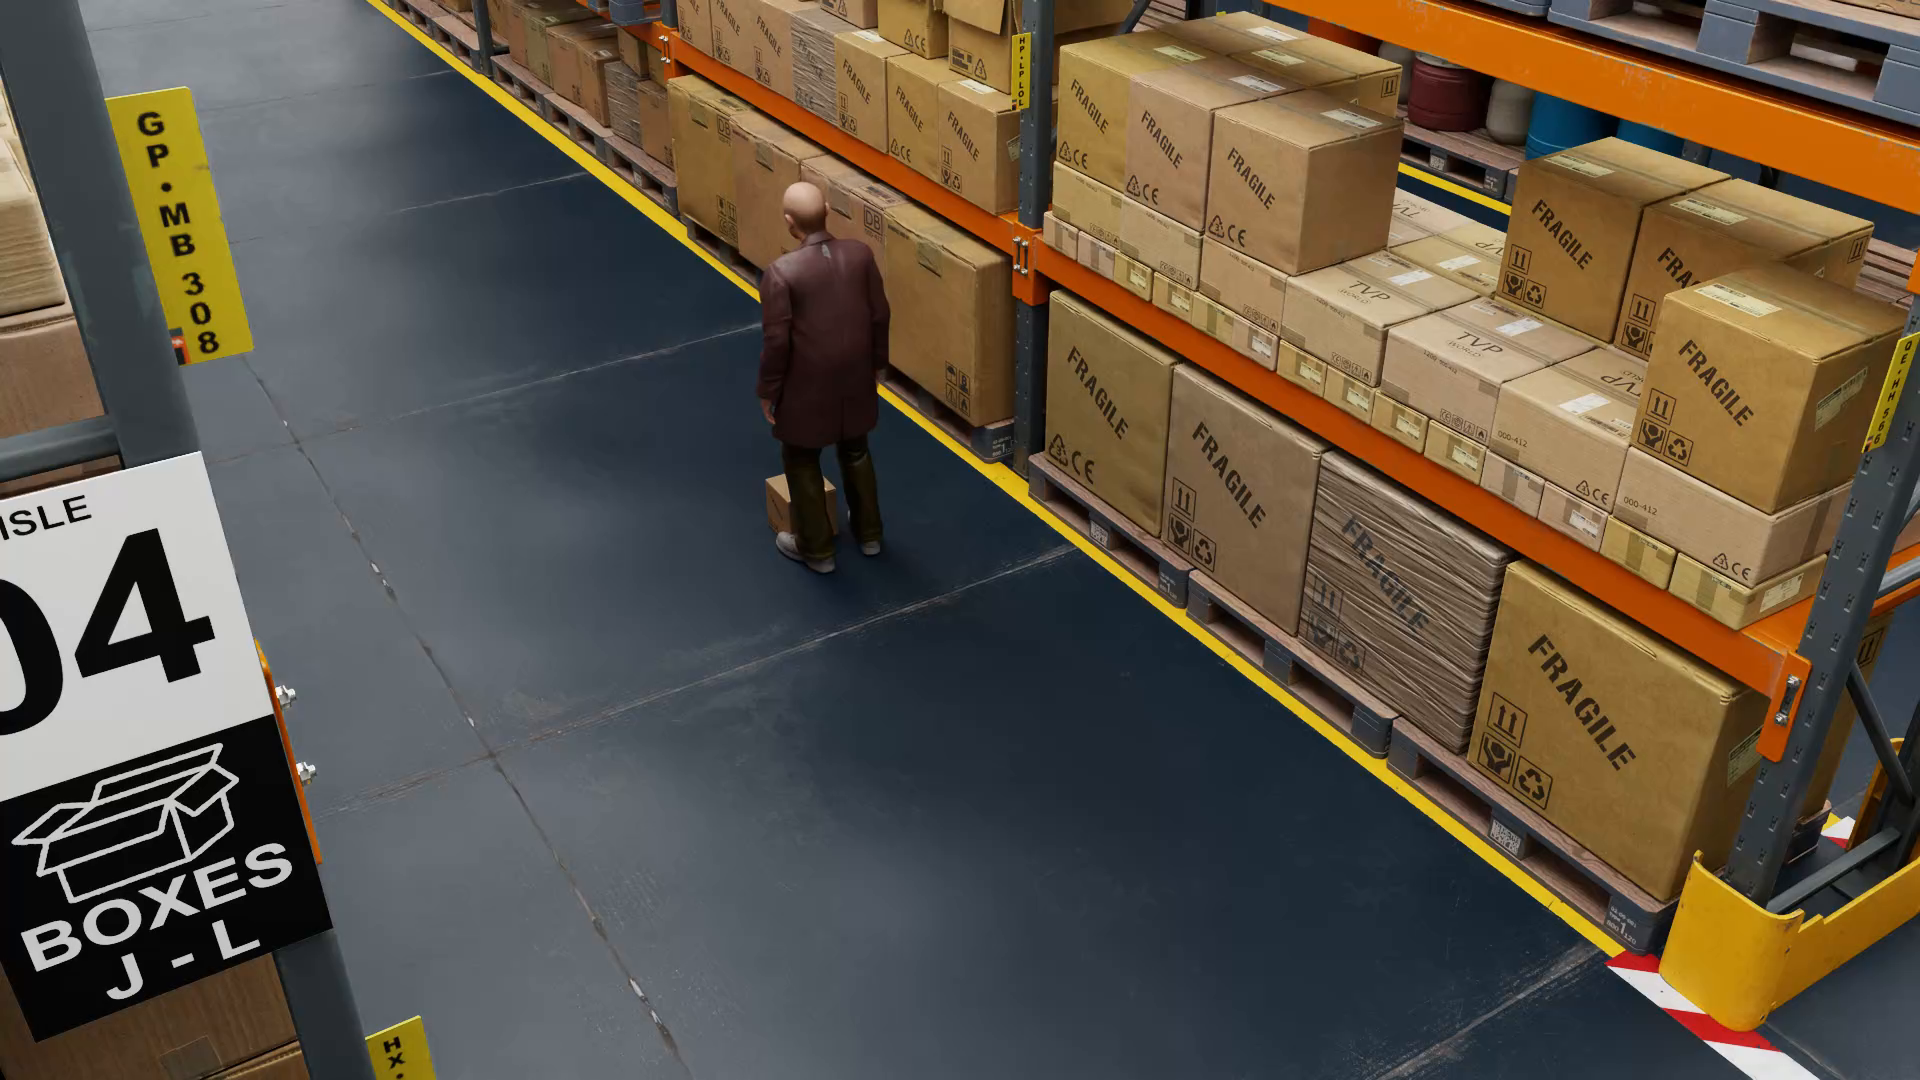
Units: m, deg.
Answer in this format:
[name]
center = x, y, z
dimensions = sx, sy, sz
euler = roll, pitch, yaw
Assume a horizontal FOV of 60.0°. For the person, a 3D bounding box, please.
[person]
center = -0.596, -0.695, 7.257
dimensions = 0.640, 1.773, 0.426
euler = -19, 37, -28
